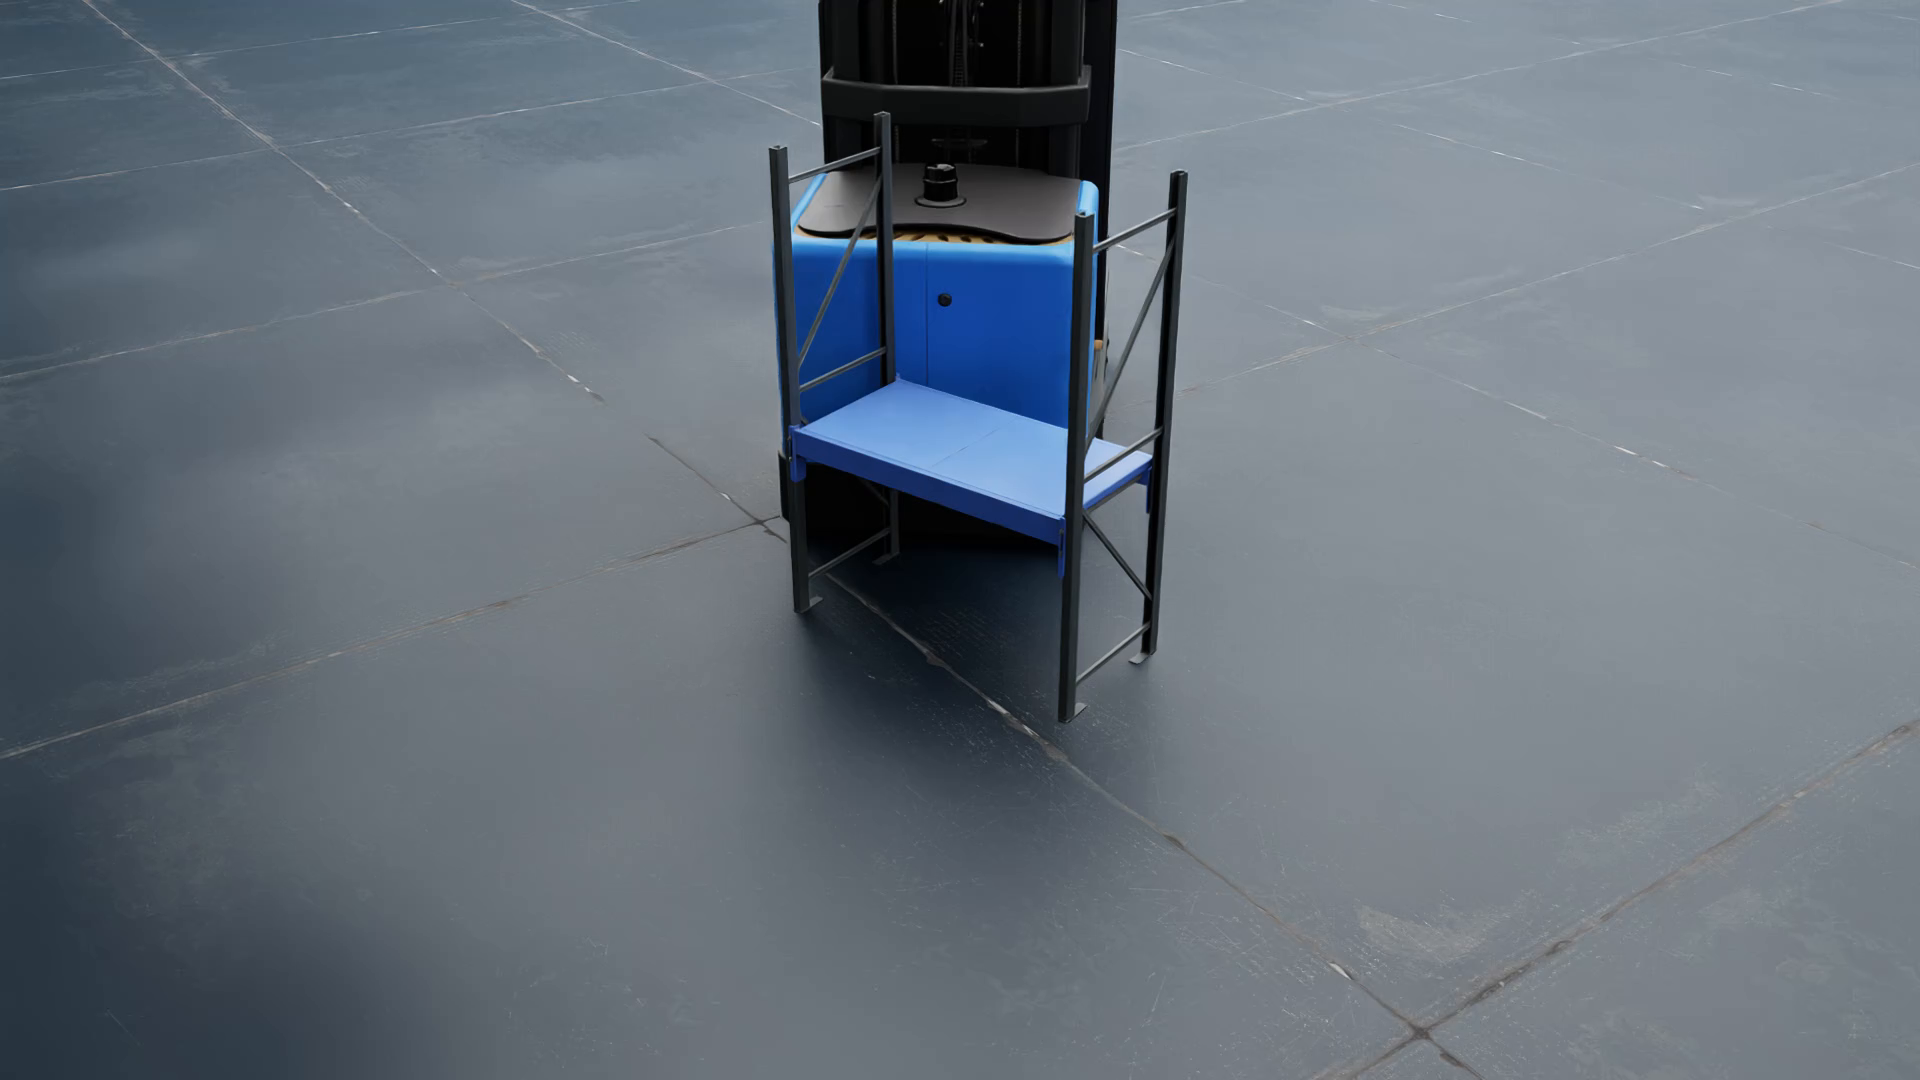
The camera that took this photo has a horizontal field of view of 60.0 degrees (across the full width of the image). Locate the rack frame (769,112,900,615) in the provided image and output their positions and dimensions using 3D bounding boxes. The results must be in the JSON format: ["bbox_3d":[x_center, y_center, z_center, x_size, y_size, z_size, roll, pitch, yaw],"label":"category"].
[{"bbox_3d":[-0.369,-0.520,5.136,0.032,1.500,0.500,20,34,32],"label":"rack frame"}]

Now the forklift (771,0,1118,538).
[{"bbox_3d":[0.055,-1.967,6.301,1.130,2.935,3.031,3,29,5],"label":"forklift"}]

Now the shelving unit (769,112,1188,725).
[{"bbox_3d":[0.037,-0.374,4.867,1.048,1.500,0.538,20,34,32],"label":"shelving unit"}]

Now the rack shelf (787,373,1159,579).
[{"bbox_3d":[0.037,-0.216,4.953,1.000,0.185,0.538,20,34,32],"label":"rack shelf"}]

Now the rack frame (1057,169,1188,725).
[{"bbox_3d":[0.443,-0.228,4.598,0.032,1.500,0.500,20,34,32],"label":"rack frame"}]
